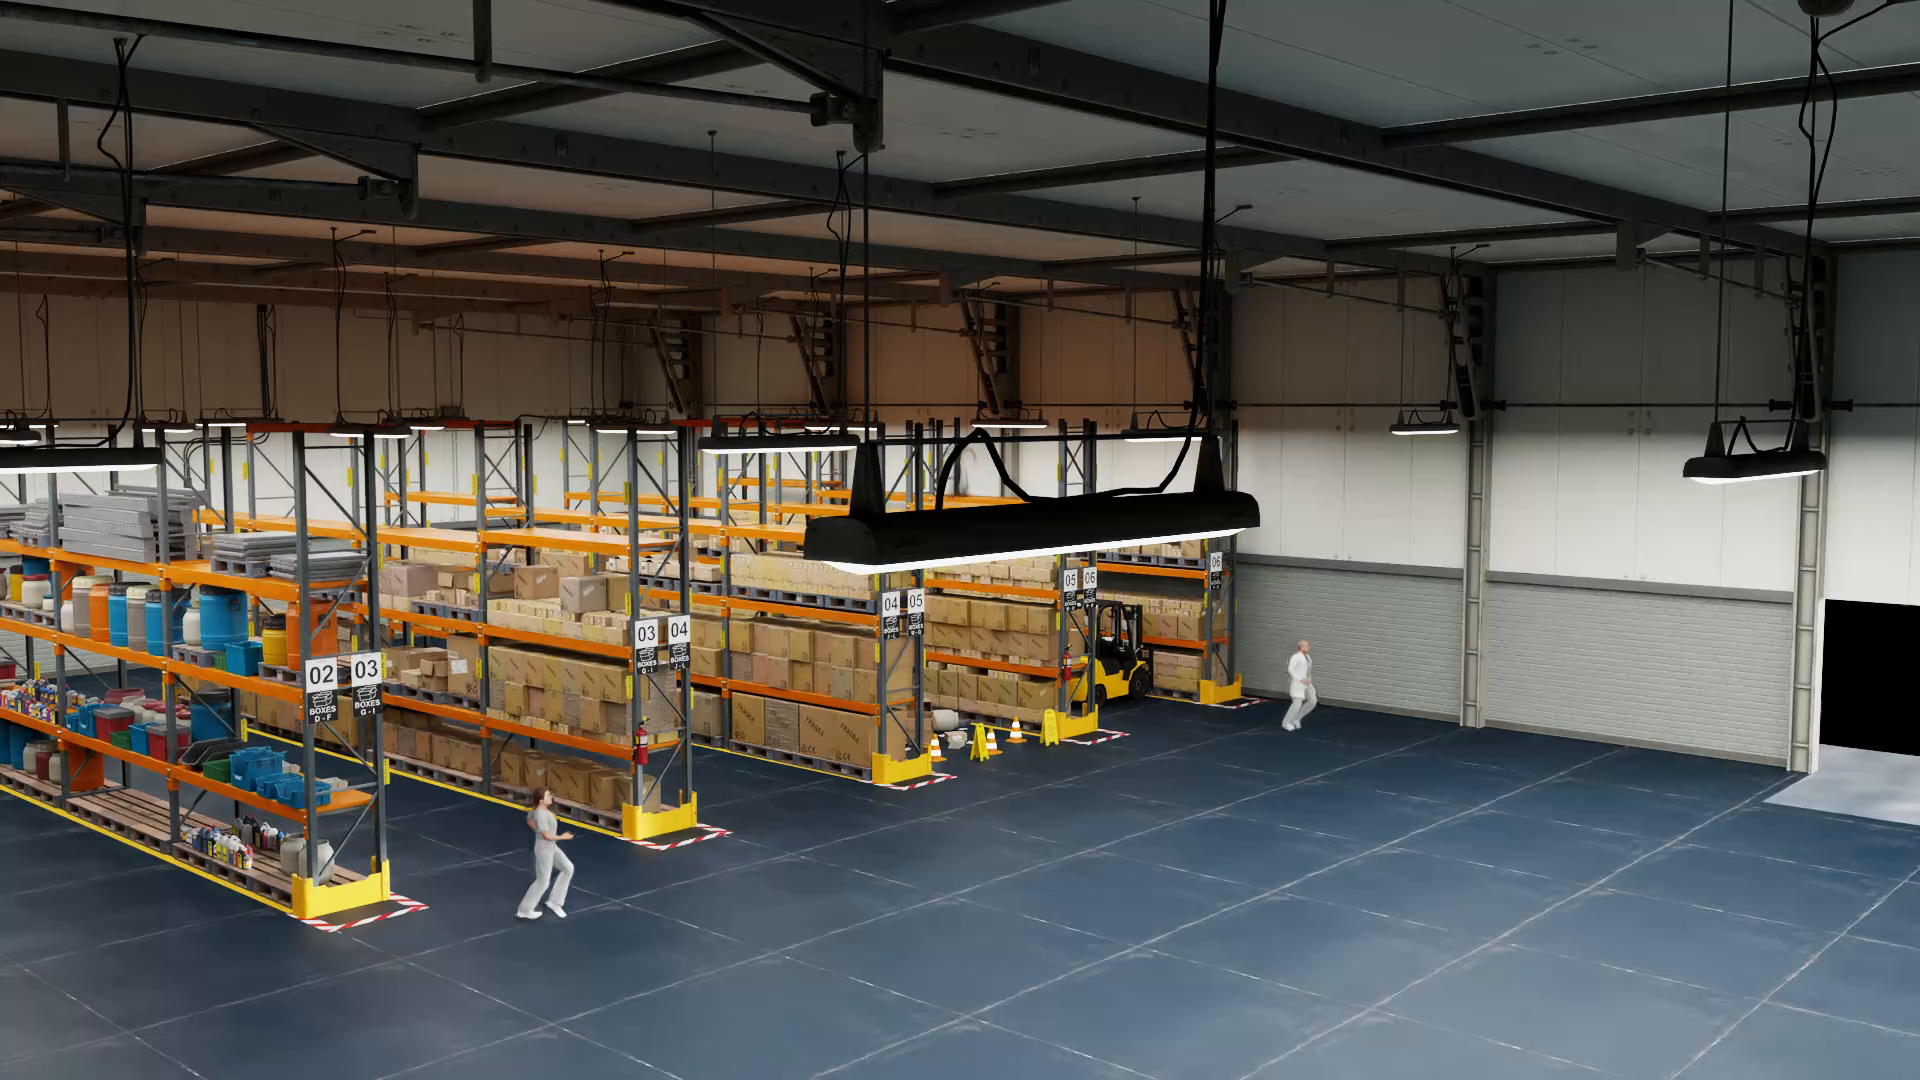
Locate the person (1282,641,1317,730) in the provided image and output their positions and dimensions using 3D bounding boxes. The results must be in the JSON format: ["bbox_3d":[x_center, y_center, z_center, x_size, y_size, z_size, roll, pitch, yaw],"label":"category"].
[{"bbox_3d":[6.661,2.822,32.377,0.774,1.717,0.614,-4,6,-43],"label":"person"}]

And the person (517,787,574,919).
[{"bbox_3d":[-5.098,3.848,20.434,0.708,1.674,0.570,-1,5,-11],"label":"person"}]
